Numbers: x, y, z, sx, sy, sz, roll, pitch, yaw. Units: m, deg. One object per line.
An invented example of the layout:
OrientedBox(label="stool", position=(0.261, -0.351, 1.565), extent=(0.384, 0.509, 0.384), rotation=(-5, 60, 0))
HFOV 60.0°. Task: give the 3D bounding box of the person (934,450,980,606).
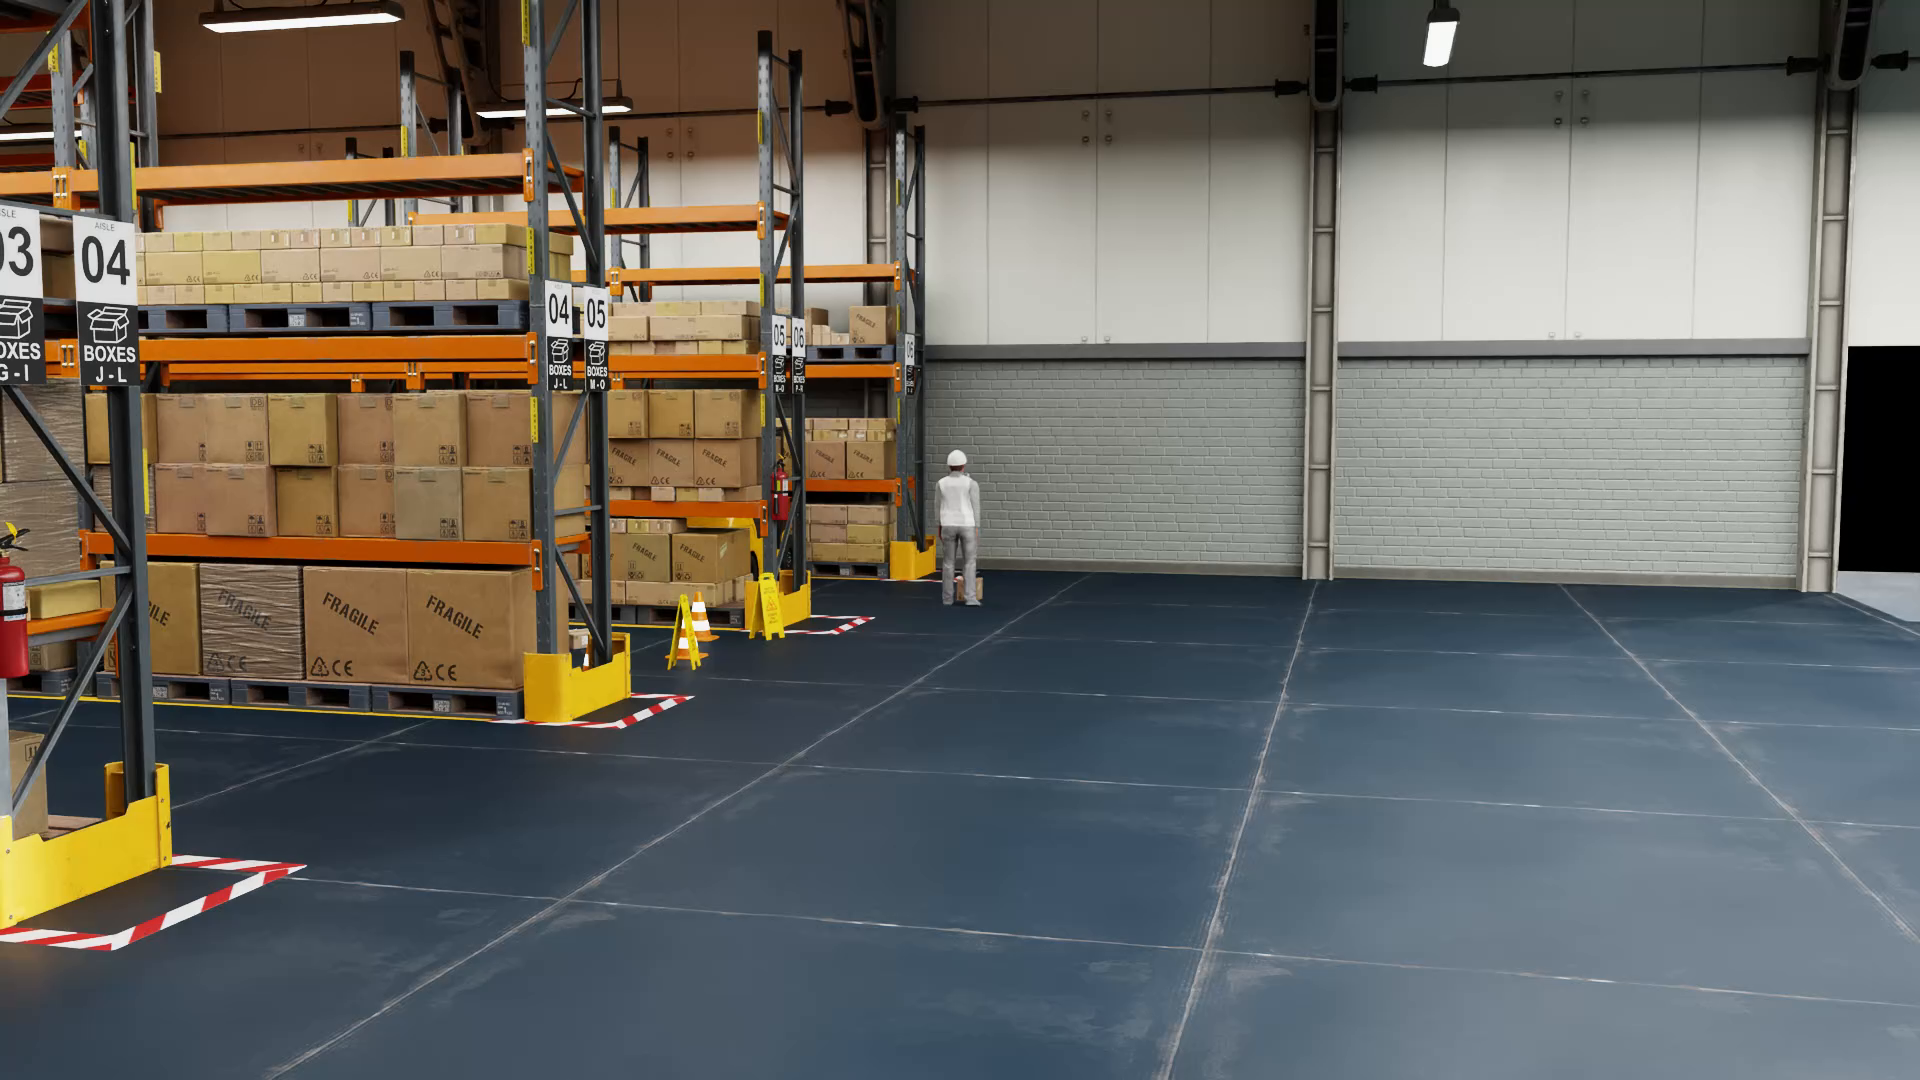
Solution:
OrientedBox(label="person", position=(-0.025, -0.132, 19.054), extent=(0.541, 1.790, 0.356), rotation=(1, 5, 15))
